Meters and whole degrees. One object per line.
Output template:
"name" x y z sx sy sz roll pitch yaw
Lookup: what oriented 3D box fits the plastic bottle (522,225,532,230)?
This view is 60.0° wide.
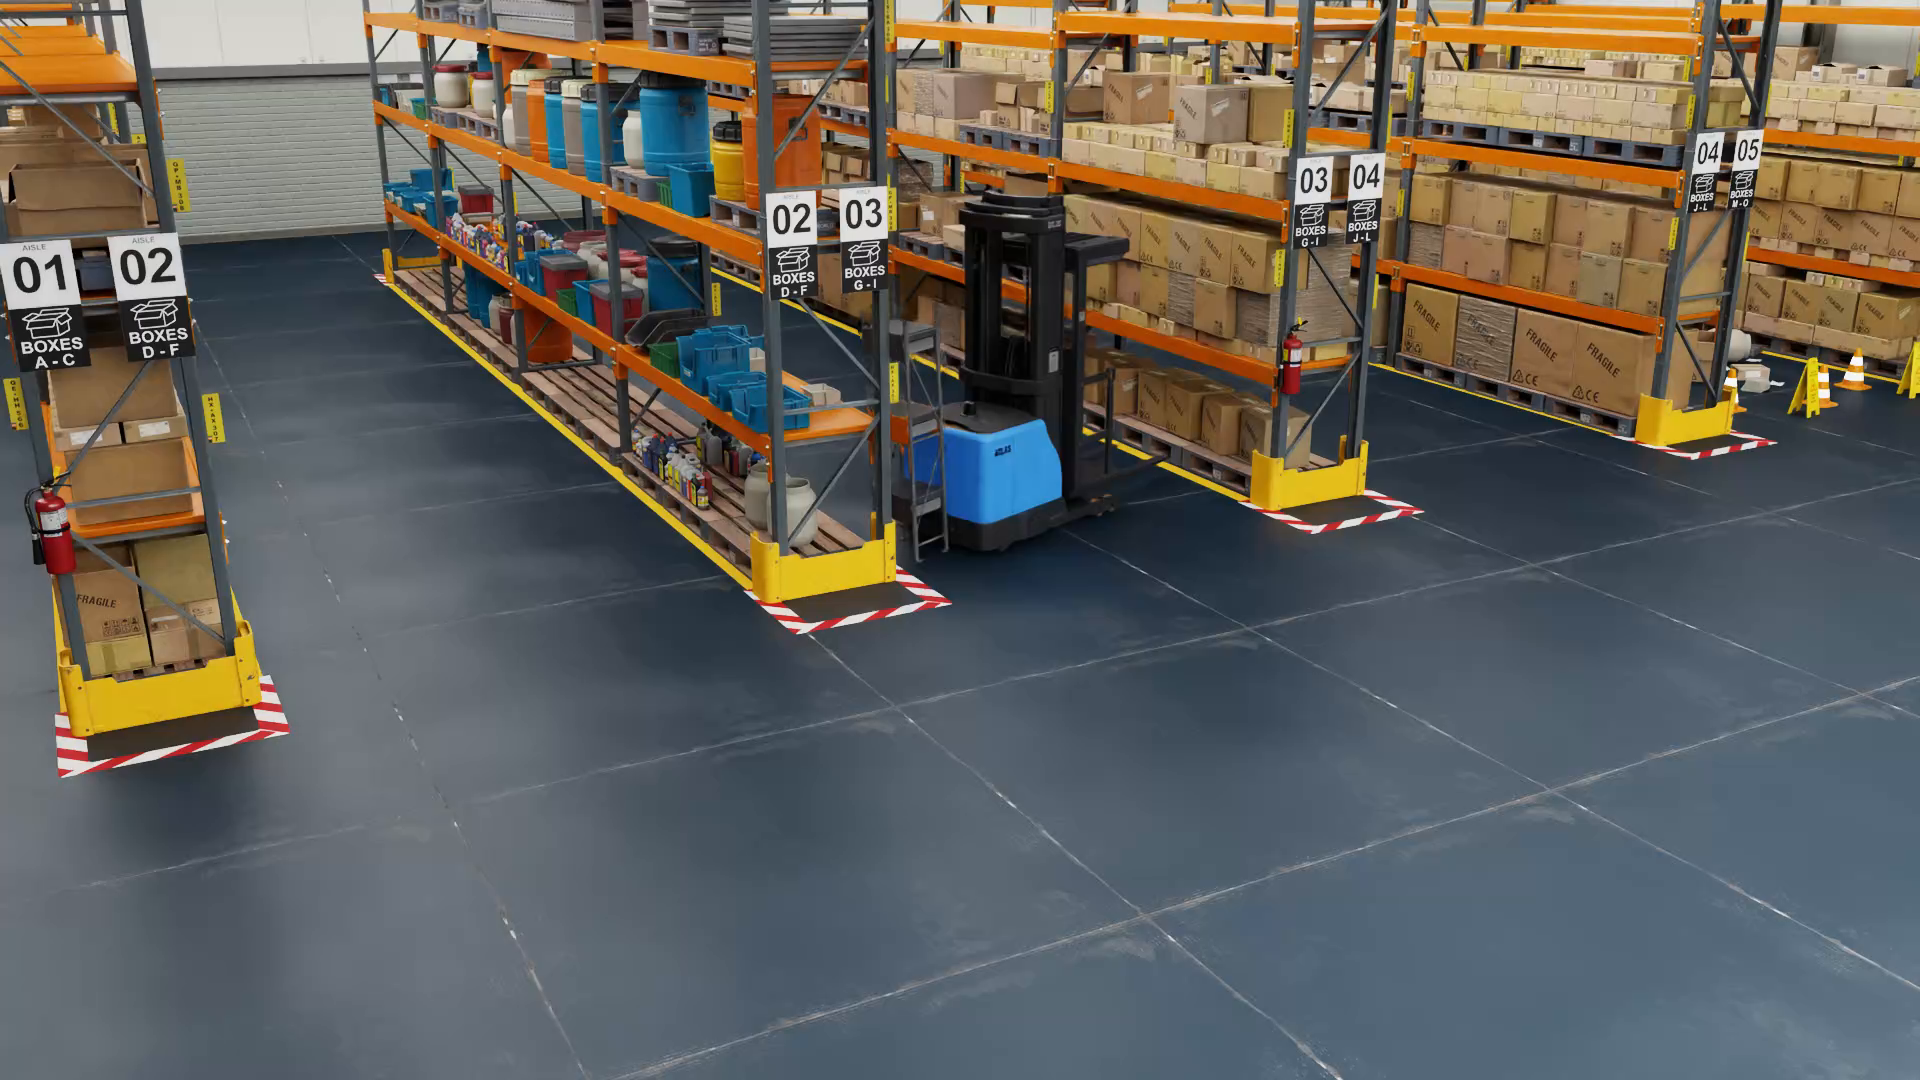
"plastic bottle" -5.661 -4.001 21.818 0.152 0.276 0.135 -10 21 -27

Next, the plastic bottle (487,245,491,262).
"plastic bottle" -5.813 -3.555 20.640 0.097 0.201 0.097 0 19 0

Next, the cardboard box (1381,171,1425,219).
"cardboard box" 5.610 -4.349 20.950 0.700 0.500 0.500 -10 22 -28

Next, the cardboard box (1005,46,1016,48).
"cardboard box" 1.011 -8.553 29.074 0.380 0.149 0.250 -11 22 -28

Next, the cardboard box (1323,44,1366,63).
"cardboard box" 6.524 -8.145 28.243 0.500 0.500 0.500 -10 22 -28

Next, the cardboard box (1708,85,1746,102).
"cardboard box" 7.872 -4.606 17.148 0.380 0.149 0.250 -10 21 -26

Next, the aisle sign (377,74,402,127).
"aisle sign" -8.915 -6.829 25.839 0.394 0.787 0.004 -10 21 -27

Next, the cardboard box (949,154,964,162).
"cardboard box" 0.123 -7.148 30.140 0.500 0.500 0.500 -9 21 -24

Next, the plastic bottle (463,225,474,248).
"plastic bottle" -6.395 -3.961 21.702 0.152 0.276 0.135 -10 21 -27

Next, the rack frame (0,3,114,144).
"rack frame" -9.181 -5.399 16.482 1.000 3.000 0.127 -10 21 -27

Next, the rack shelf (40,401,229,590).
"rack shelf" -6.332 -0.501 12.586 1.077 0.370 4.000 -10 21 -27

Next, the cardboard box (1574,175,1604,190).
"cardboard box" 9.262 -5.258 24.017 0.500 0.500 0.500 -9 21 -25

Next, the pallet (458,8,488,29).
"pallet" -5.136 -6.099 19.412 1.213 0.211 1.003 -10 21 -27

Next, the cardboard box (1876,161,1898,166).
"cardboard box" 14.169 -5.671 25.318 0.380 0.149 0.250 -9 21 -25

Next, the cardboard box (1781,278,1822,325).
"cardboard box" 10.965 -3.073 21.360 0.500 0.500 0.500 -11 22 -28

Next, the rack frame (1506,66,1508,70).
"rack frame" 10.727 -7.550 31.912 1.000 3.000 0.127 -10 21 -27

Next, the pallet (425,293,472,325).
"pallet" -7.103 -3.364 24.058 1.003 0.211 1.213 -10 21 -27

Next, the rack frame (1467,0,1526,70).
"rack frame" 8.260 -8.467 25.374 1.000 3.000 0.127 -10 21 -27

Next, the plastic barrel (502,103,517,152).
"plastic barrel" -4.942 -4.663 18.777 0.421 0.512 0.421 0 19 0

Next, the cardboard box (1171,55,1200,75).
"cardboard box" 3.274 -6.883 24.056 0.396 0.266 0.258 -10 21 -27

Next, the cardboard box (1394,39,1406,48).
"cardboard box" 9.042 -10.107 33.731 0.500 0.250 0.500 -10 21 -27

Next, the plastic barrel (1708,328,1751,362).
"plastic barrel" 9.746 -2.475 21.156 0.512 0.421 0.421 4 19 11

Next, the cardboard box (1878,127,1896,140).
"cardboard box" 11.339 -4.924 20.089 0.380 0.149 0.250 -10 21 -26

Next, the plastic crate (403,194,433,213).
"plastic crate" -8.024 -4.989 24.655 0.416 0.233 0.300 -10 21 -27

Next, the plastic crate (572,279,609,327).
"plastic crate" -3.718 -2.442 17.134 0.392 0.384 0.575 -10 21 -27

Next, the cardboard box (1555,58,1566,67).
"cardboard box" 11.006 -8.654 30.103 0.380 0.149 0.250 -10 22 -27

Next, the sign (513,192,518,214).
"sign" -6.235 -4.693 23.209 0.100 0.325 0.005 -10 21 -27

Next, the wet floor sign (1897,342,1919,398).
"wet floor sign" 11.208 -2.002 19.443 0.267 0.644 0.232 -3 19 -8

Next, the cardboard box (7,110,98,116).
"cardboard box" -9.660 -4.295 17.727 0.910 0.500 0.500 -10 21 -27

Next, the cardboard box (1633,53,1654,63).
"cardboard box" 11.917 -8.370 28.854 0.380 0.149 0.250 -10 22 -28

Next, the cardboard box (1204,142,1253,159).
"cardboard box" 2.536 -3.680 15.717 0.380 0.149 0.250 -10 21 -26

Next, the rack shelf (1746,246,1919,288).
"rack shelf" 11.109 -3.569 21.478 1.077 0.370 4.000 -10 21 -27

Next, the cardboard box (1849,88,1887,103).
"cardboard box" 11.127 -5.444 20.374 0.380 0.149 0.250 -11 22 -28

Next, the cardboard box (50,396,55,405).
"cardboard box" -6.096 -0.921 11.555 0.380 0.149 0.250 -10 21 -26

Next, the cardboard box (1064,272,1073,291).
"cardboard box" 1.597 -2.997 18.109 0.875 0.500 0.500 -10 21 -27

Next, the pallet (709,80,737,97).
"pallet" -3.315 -7.207 26.456 1.003 0.211 1.213 -10 21 -27

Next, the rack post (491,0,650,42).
"rack post" -3.931 -5.663 16.942 1.013 1.000 3.121 -10 21 -27

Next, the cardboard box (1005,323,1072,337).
"cardboard box" 0.956 -2.294 19.838 0.700 0.500 0.500 -10 21 -27

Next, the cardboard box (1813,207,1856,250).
"cardboard box" 11.091 -3.924 20.797 0.500 0.500 0.500 -10 21 -27

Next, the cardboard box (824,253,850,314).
"cardboard box" -1.187 -3.749 23.511 1.225 0.875 0.875 -10 21 -26

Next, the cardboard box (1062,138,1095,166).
"cardboard box" 1.427 -4.126 17.622 0.500 0.250 0.500 -11 22 -29

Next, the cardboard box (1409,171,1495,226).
"cardboard box" 5.996 -4.157 20.196 0.875 0.550 0.550 -10 21 -27

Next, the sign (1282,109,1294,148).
"sign" 2.840 -3.556 14.383 0.100 0.325 0.005 -10 21 -27

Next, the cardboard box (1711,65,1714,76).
"cardboard box" 12.525 -7.807 27.621 0.380 0.166 0.250 -10 21 -27

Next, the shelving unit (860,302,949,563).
"shelving unit" -0.459 -0.899 13.981 0.503 2.100 0.431 16 27 40

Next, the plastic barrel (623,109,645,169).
"plastic barrel" -2.889 -3.696 15.331 0.421 0.512 0.421 0 19 0

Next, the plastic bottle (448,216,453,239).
"plastic bottle" -6.858 -4.213 22.420 0.061 0.283 0.133 -10 21 -27

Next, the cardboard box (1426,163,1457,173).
"cardboard box" 7.807 -5.896 26.584 0.500 0.250 0.500 -10 21 -27

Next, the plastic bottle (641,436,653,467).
"plastic bottle" -2.978 -0.853 16.007 0.152 0.276 0.135 -9 21 -25

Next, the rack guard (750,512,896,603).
"rack guard" -1.099 0.134 13.475 1.175 0.500 0.348 -10 21 -27

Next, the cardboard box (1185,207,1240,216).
"cardboard box" 2.604 -3.091 16.848 0.500 0.500 0.500 -10 21 -27

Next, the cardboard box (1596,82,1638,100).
"cardboard box" 6.929 -4.725 17.492 0.380 0.149 0.250 -10 21 -26

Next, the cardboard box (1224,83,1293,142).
"cardboard box" 2.870 -4.110 15.969 0.500 0.500 0.500 -10 21 -27

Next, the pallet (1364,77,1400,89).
"pallet" 6.840 -7.852 28.482 0.805 0.209 1.217 -11 22 -29

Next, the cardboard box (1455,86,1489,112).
"cardboard box" 6.078 -5.092 19.169 0.500 0.250 0.500 -10 21 -27

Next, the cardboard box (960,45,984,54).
"cardboard box" 0.212 -8.700 29.499 0.380 0.149 0.250 -9 21 -24

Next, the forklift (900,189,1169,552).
"forklift" 0.812 -1.693 15.045 1.130 2.935 3.031 16 24 38
